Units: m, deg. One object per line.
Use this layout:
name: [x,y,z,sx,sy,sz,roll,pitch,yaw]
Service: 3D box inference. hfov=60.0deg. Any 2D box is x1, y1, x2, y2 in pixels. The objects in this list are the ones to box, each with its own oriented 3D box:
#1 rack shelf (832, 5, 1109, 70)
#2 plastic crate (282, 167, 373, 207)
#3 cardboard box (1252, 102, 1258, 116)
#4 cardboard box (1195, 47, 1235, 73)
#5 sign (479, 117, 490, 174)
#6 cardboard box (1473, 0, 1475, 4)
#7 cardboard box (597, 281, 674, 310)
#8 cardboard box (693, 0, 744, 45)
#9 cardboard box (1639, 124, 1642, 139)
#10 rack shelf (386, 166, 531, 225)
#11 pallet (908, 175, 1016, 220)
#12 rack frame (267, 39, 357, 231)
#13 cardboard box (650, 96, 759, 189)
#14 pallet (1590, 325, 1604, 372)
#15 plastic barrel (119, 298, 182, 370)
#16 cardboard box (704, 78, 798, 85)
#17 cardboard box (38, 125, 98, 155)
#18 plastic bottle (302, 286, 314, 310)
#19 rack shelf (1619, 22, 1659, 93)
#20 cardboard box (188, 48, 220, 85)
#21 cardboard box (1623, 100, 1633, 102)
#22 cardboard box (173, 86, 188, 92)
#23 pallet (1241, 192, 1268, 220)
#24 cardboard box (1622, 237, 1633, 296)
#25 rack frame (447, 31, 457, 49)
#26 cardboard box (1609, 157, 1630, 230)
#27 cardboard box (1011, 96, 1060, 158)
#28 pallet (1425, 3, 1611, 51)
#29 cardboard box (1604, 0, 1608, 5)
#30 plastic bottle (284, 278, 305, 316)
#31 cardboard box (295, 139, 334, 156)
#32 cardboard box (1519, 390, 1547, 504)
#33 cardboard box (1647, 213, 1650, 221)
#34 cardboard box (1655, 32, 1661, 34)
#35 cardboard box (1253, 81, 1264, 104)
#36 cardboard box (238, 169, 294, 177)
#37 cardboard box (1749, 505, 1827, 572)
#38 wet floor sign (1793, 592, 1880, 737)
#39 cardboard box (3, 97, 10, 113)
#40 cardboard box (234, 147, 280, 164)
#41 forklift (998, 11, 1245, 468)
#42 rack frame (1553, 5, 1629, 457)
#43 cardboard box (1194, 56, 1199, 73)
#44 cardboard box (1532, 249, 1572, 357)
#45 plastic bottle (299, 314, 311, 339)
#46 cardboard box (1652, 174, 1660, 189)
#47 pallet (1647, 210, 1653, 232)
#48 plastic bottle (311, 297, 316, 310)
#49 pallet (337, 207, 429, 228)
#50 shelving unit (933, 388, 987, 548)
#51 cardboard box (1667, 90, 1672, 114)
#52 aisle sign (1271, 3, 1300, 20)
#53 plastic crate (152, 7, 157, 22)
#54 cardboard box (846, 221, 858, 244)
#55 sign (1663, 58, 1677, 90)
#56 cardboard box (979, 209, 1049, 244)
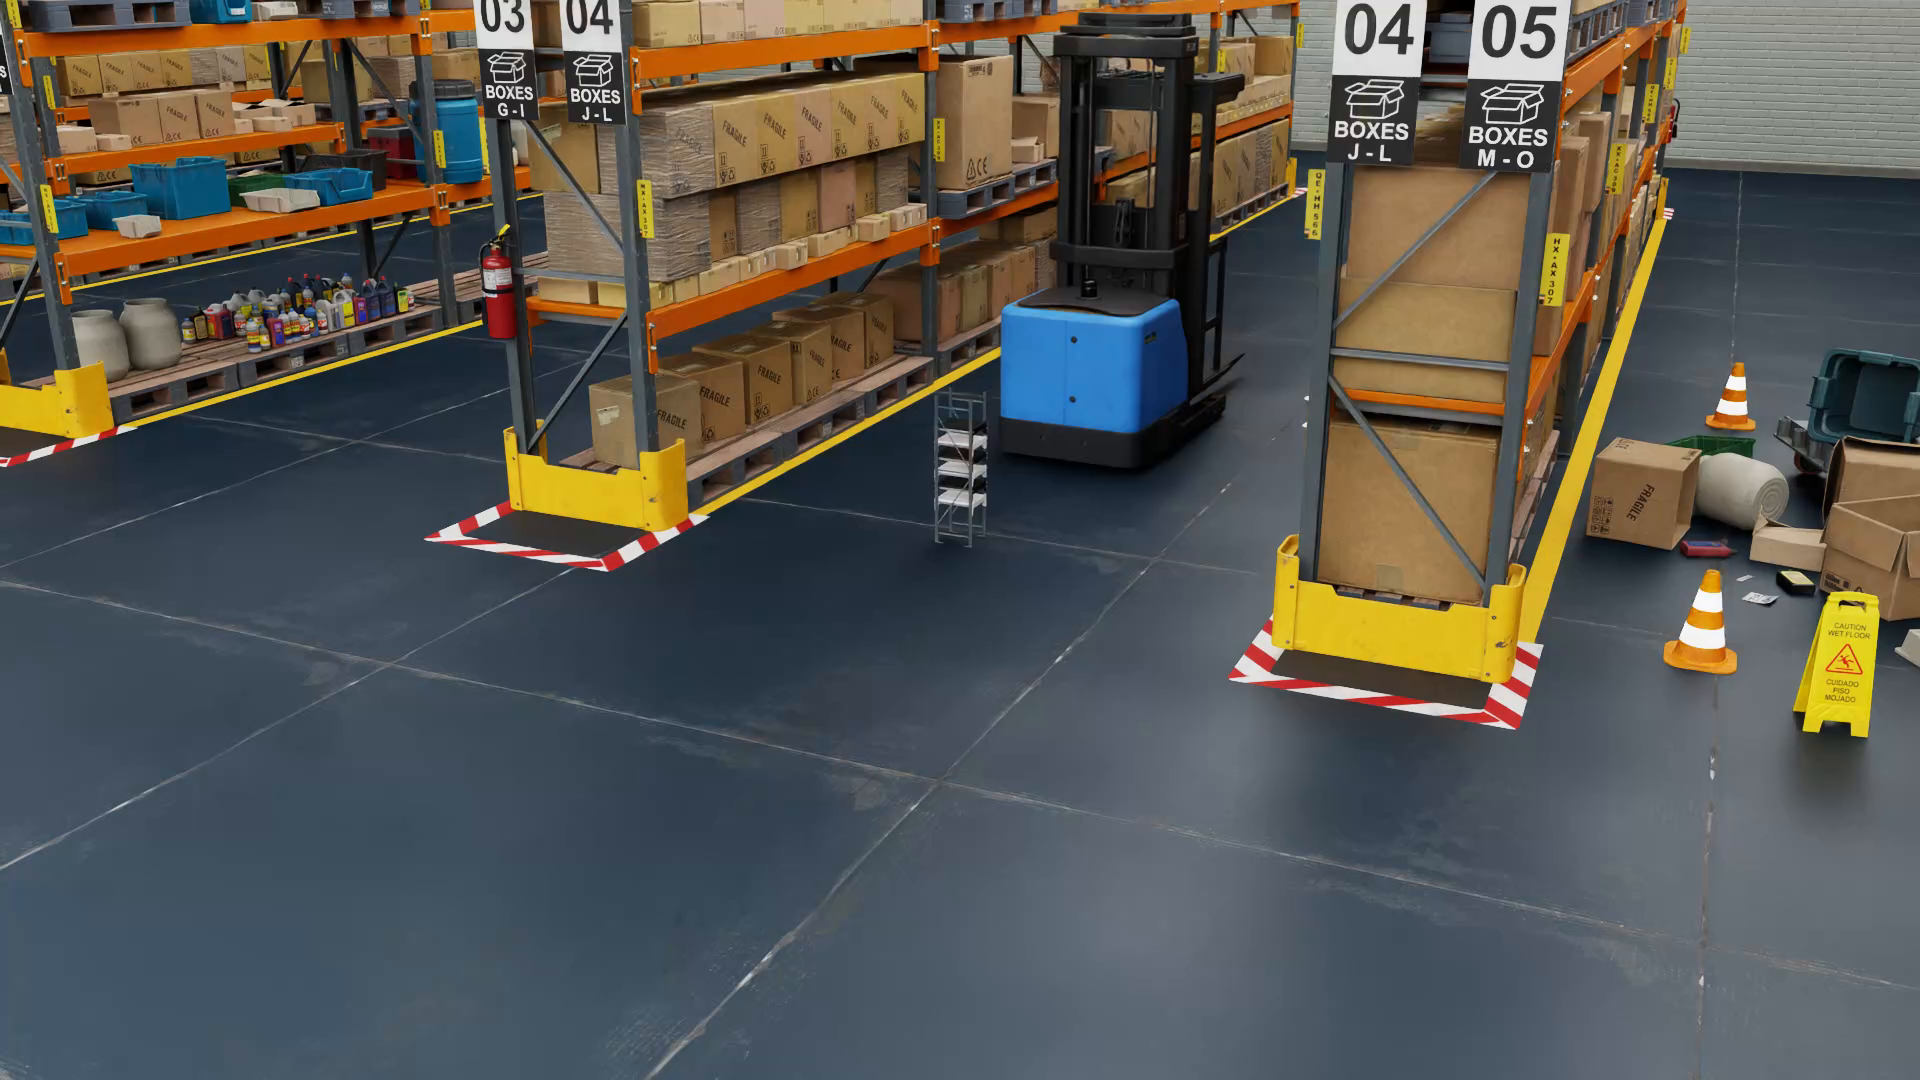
rack shelf: [0.155,-4.474,14.668,1.077,0.370,4.000,9,21,23]
plastic crate: [-5.388,-3.022,14.211,0.499,0.251,0.616,9,21,23]
cardboard box: [3.673,-5.637,21.716,0.380,0.149,0.250,8,21,21]
cardboard box: [3.041,-5.768,20.370,0.500,0.500,0.500,9,21,23]
sign: [-2.800,-2.342,9.877,0.100,0.325,0.005,9,21,23]
cardboard box: [2.633,-3.008,9.072,0.380,0.149,0.250,9,21,23]
cardboard box: [-1.968,-1.501,10.088,0.380,0.149,0.250,9,21,23]
cardboard box: [-1.664,-3.178,10.176,0.500,0.250,0.500,8,21,21]
cardboard box: [6.801,-4.221,17.109,0.380,0.149,0.250,7,21,20]
rack shelf: [-4.364,-3.740,17.082,1.077,0.370,4.000,9,21,23]
pallet: [-0.219,-2.911,13.964,1.003,0.211,1.213,9,21,23]
rack frame: [-8.062,-5.371,20.595,1.000,3.000,0.127,9,21,23]
cardboard box: [-1.617,-2.506,10.454,0.500,0.500,0.500,9,21,23]
pallet: [5.066,-1.755,14.588,1.003,0.211,1.213,9,21,23]
plastic barrel: [-6.416,-1.635,13.176,0.421,0.512,0.421,0,20,0]
cardboard box: [-1.489,-3.038,11.948,0.500,0.500,0.500,9,21,23]
cardboard box: [-9.539,-4.234,17.622,0.500,0.250,0.500,10,22,26]
plastic bottle: [-5.841,-2.139,14.921,0.097,0.271,0.097,0,20,0]
rack shelf: [4.638,-3.762,12.668,1.077,0.370,4.000,9,21,23]
cardboard box: [-11.318,-6.984,24.506,0.500,0.500,0.500,9,21,23]
cardboard box: [6.360,-4.176,16.094,0.380,0.149,0.250,9,22,24]
cardboard box: [-11.505,-6.559,24.281,0.380,0.149,0.250,9,22,24]
pallet: [3.493,-4.516,22.351,1.003,0.211,1.213,9,21,23]
cardboard box: [6.182,-2.655,16.061,0.500,0.500,0.500,9,21,23]
rack frame: [-9.307,-8.495,29.379,1.000,3.000,0.127,9,21,23]
cardboard box: [4.901,-2.709,12.961,0.500,0.500,0.500,9,21,24]
cardboard box: [0.652,-3.901,15.684,0.700,0.500,0.500,12,23,31]
pallet: [2.974,-2.828,9.099,1.003,0.211,1.213,9,21,23]
cardboard box: [3.235,-2.918,8.820,0.380,0.149,0.250,9,21,23]
plastic bottle: [-5.969,-2.179,14.916,0.144,0.351,0.185,8,21,20]
cardboard box: [-10.546,-6.507,26.893,0.700,0.500,0.500,9,21,23]
cardboard box: [3.132,-0.814,10.326,0.875,0.875,0.875,9,21,23]
cardboard box: [8.242,-4.004,20.378,0.380,0.149,0.250,9,21,24]
cardboard box: [7.701,-5.445,18.718,0.500,0.500,0.500,8,21,21]
cardboard box: [3.667,-5.871,21.780,0.500,0.250,0.500,9,21,23]
cardboard box: [-8.545,-4.418,20.554,0.500,0.311,0.500,9,22,25]
cardboard box: [4.796,-0.010,9.601,0.396,0.266,0.258,13,23,32]
wet floor sign: [3.976,0.536,7.498,0.267,0.644,0.232,5,20,13]
cardboard box: [-9.616,-4.388,16.715,0.380,0.149,0.250,9,21,23]
cardboard box: [-11.093,-6.241,25.622,0.750,0.750,0.750,9,21,23]
forklift: [1.365,-2.311,12.093,1.130,2.935,3.031,9,22,25]
rack frame: [3.819,-2.076,11.331,1.000,3.000,0.127,9,21,23]
cardboard box: [2.358,-5.557,19.471,0.797,0.503,0.637,8,21,21]
cardboard box: [2.841,-1.369,9.118,0.875,0.550,0.550,9,21,23]
plastic bottle: [-5.572,-1.811,14.103,0.097,0.201,0.097,0,20,0]
cardboard box: [8.602,-4.518,20.935,0.380,0.149,0.250,8,21,21]
pallet: [8.337,-4.164,21.363,1.003,0.211,1.213,9,21,23]
plastic bottle: [-5.562,-1.966,14.419,0.061,0.283,0.133,9,21,23]
pallet: [-7.722,-4.280,21.689,1.003,0.211,1.213,9,21,23]
shelving unit: [0.003,-0.426,9.825,0.258,0.900,0.210,9,21,23]
cardboard box: [8.370,-5.446,20.213,0.500,0.500,0.500,9,21,23]
aisle sign: [4.553,-7.662,23.157,0.394,0.787,0.004,9,21,23]
plastic crate: [-6.315,-4.275,13.059,0.392,0.384,0.575,9,21,23]
cardboard box: [-0.976,-2.270,12.250,0.380,0.149,0.250,9,21,23]
sign: [7.603,-4.992,17.802,0.100,0.325,0.005,9,21,23]
cardboard box: [0.519,-3.021,15.942,0.500,0.250,0.500,11,22,29]
